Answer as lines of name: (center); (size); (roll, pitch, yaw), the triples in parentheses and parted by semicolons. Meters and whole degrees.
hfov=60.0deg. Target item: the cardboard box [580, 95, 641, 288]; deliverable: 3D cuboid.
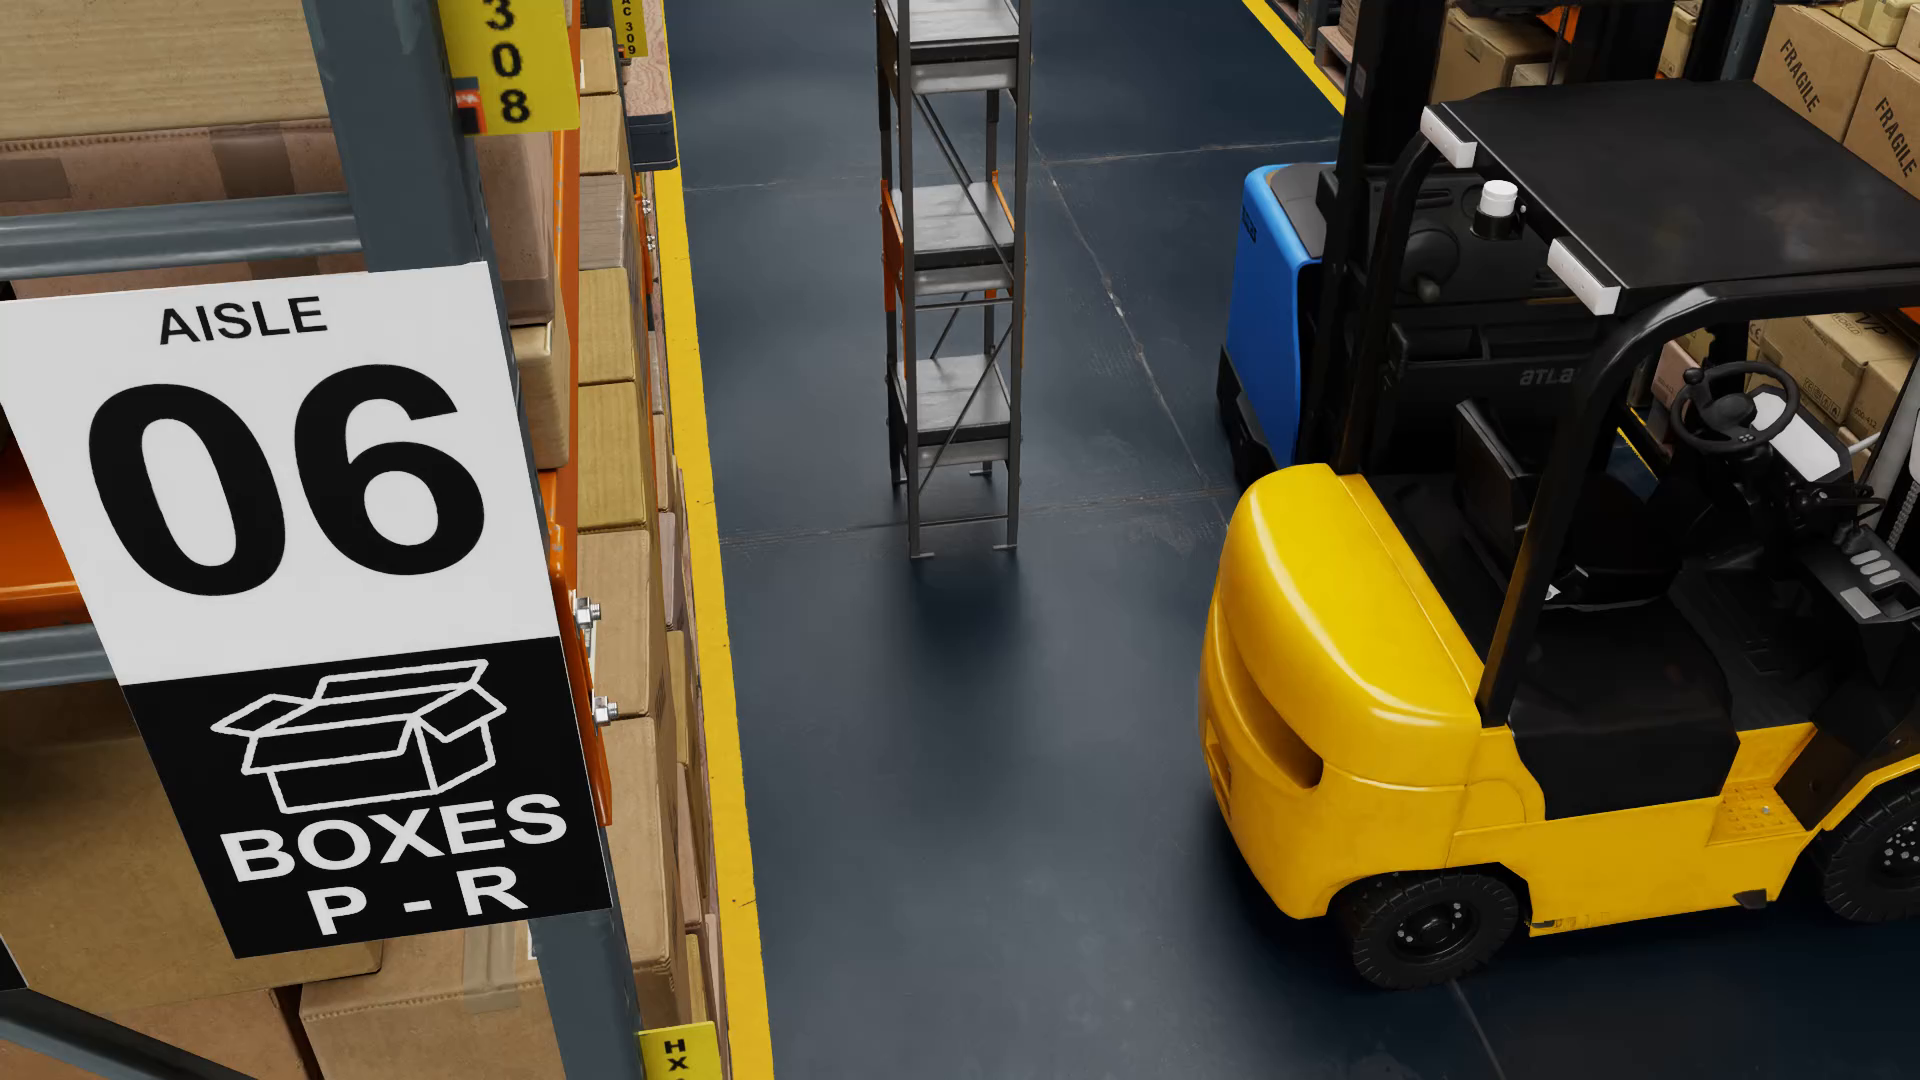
cardboard box: (-1.170, -0.889, 4.625); (0.500, 0.500, 0.500); (-5, 38, -6)

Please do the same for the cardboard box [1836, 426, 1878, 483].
cardboard box: (3.244, -0.163, 5.506); (0.500, 0.250, 0.500); (-7, 38, -8)

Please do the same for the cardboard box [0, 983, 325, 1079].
cardboard box: (-1.255, 0.677, 2.609); (0.500, 0.500, 0.500); (-7, 38, -9)

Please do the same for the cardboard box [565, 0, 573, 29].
cardboard box: (-0.857, -0.968, 2.811); (0.380, 0.149, 0.250); (-6, 38, -7)

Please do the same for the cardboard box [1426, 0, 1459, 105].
cardboard box: (2.813, -2.692, 8.863); (0.875, 0.625, 0.625); (-5, 38, -6)

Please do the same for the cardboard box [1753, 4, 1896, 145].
cardboard box: (3.117, -1.563, 5.735); (0.500, 0.500, 0.500); (-7, 38, -9)

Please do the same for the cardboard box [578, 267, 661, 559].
cardboard box: (-0.980, -0.267, 3.824); (0.500, 0.500, 0.500); (-7, 38, -9)

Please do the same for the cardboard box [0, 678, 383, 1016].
cardboard box: (-1.193, 0.296, 2.285); (0.700, 0.500, 0.500); (-7, 38, -9)

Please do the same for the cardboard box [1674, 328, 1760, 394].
cardboard box: (3.077, -0.772, 6.290); (0.500, 0.250, 0.500); (-6, 38, -8)

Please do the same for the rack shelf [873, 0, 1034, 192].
rack shelf: (-0.029, -1.471, 5.313); (0.431, 0.518, 0.480); (-6, 38, -8)

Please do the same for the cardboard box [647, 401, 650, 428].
cardboard box: (-1.052, -0.410, 4.537); (0.380, 0.149, 0.250); (-7, 38, -9)

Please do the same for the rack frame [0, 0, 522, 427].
rack frame: (-0.888, -1.237, 0.507); (1.000, 3.000, 0.127); (-6, 38, -8)

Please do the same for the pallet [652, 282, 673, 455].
pallet: (-1.728, -0.652, 6.918); (1.003, 0.211, 1.213); (-6, 38, -8)

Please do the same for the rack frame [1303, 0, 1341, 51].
rack frame: (2.595, -4.236, 9.257); (1.000, 3.000, 0.127); (-6, 38, -8)

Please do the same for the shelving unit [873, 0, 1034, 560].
shelving unit: (-0.029, -0.929, 5.735); (0.431, 2.100, 0.503); (-6, 38, -8)

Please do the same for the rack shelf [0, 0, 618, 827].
rack shelf: (-1.239, -0.976, 3.203); (1.077, 0.370, 4.000); (-6, 38, -8)

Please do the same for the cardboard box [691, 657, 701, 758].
cardboard box: (-1.034, 0.593, 4.941); (0.500, 0.250, 0.500); (-6, 38, -7)

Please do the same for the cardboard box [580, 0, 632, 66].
cardboard box: (-1.390, -1.920, 5.610); (0.500, 0.500, 0.500); (-5, 38, -7)

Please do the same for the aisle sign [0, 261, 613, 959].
aisle sign: (-0.572, 0.110, 1.544); (0.394, 0.787, 0.004); (-6, 38, -8)

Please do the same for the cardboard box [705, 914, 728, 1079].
cardboard box: (-0.840, 1.226, 4.125); (0.500, 0.250, 0.500); (-5, 38, -6)

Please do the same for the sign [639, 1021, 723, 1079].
sign: (-0.354, 0.732, 2.157); (0.100, 0.325, 0.005); (-6, 38, -8)

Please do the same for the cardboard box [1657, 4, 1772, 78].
cardboard box: (2.951, -2.037, 6.549); (0.500, 0.250, 0.500); (-5, 38, -7)

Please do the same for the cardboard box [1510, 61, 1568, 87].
cardboard box: (3.065, -1.831, 7.755); (0.875, 0.625, 0.625); (-7, 38, -8)

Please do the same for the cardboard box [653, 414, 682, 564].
cardboard box: (-1.131, -0.024, 5.124); (0.500, 0.500, 0.500); (-6, 38, -7)

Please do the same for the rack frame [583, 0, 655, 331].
rack frame: (-1.590, -1.283, 5.457); (1.000, 3.000, 0.127); (-6, 38, -8)

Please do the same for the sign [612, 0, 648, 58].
sign: (-1.057, -1.688, 5.273); (0.100, 0.325, 0.005); (-6, 38, -8)

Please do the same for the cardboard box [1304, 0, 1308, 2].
cardboard box: (2.309, -3.647, 10.194); (0.500, 0.500, 0.500); (-5, 38, -7)

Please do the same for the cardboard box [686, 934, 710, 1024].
cardboard box: (-0.762, 1.225, 3.516); (0.500, 0.500, 0.500); (-7, 38, -9)

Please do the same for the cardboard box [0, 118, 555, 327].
cardboard box: (-0.714, -0.443, 1.810); (0.500, 0.250, 0.500); (-7, 38, -9)

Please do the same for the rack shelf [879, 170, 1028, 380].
rack shelf: (-0.029, -0.918, 5.743); (0.431, 0.518, 0.480); (-6, 38, -8)

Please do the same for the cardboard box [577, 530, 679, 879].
cardboard box: (-0.792, 0.347, 3.034); (0.500, 0.500, 0.500); (-5, 38, -7)

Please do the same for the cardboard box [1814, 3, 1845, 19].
cardboard box: (3.093, -1.894, 5.633); (0.380, 0.149, 0.250); (-7, 38, -9)

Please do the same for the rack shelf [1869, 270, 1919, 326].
rack shelf: (3.647, -0.327, 4.813); (1.077, 0.370, 4.000); (-6, 38, -8)

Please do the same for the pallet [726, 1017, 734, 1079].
pallet: (-1.009, 1.693, 3.898); (1.003, 0.211, 1.213); (-6, 38, -8)

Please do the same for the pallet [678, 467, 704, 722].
pallet: (-1.437, 0.220, 5.795); (1.003, 0.211, 1.213); (-6, 38, -8)

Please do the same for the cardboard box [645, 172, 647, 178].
cardboard box: (-2.064, -2.040, 8.231); (0.950, 0.372, 0.625); (-7, 38, -9)

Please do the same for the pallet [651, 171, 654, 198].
pallet: (-2.155, -2.126, 8.815); (1.003, 0.211, 1.213); (-6, 38, -8)

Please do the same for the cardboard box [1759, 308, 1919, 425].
cardboard box: (3.152, -0.659, 5.737); (0.500, 0.250, 0.500); (-6, 38, -8)

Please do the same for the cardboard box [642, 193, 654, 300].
cardboard box: (-1.813, -1.162, 7.100); (0.950, 0.372, 0.625); (-4, 38, -5)

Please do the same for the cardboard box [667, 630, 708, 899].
cardboard box: (-0.938, 0.606, 4.313); (0.500, 0.500, 0.500); (-6, 38, -7)

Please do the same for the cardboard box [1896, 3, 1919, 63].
cardboard box: (3.213, -1.584, 5.233); (0.380, 0.149, 0.250); (-6, 38, -8)

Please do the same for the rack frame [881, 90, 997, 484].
rack frame: (-0.072, -1.077, 5.924); (0.400, 2.100, 0.015); (-6, 38, -8)

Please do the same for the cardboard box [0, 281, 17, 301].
cardboard box: (-1.243, -0.390, 1.742); (0.500, 0.250, 0.500); (-7, 38, -9)

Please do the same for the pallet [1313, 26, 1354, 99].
pallet: (2.701, -2.633, 9.467); (1.003, 0.211, 1.213); (-6, 38, -8)

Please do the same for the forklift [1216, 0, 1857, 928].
forklift: (1.737, -0.872, 4.984); (1.130, 2.935, 3.031); (-4, 38, -5)

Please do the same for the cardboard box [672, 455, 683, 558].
cardboard box: (-1.221, -0.035, 5.749); (0.500, 0.250, 0.500); (-5, 38, -6)
